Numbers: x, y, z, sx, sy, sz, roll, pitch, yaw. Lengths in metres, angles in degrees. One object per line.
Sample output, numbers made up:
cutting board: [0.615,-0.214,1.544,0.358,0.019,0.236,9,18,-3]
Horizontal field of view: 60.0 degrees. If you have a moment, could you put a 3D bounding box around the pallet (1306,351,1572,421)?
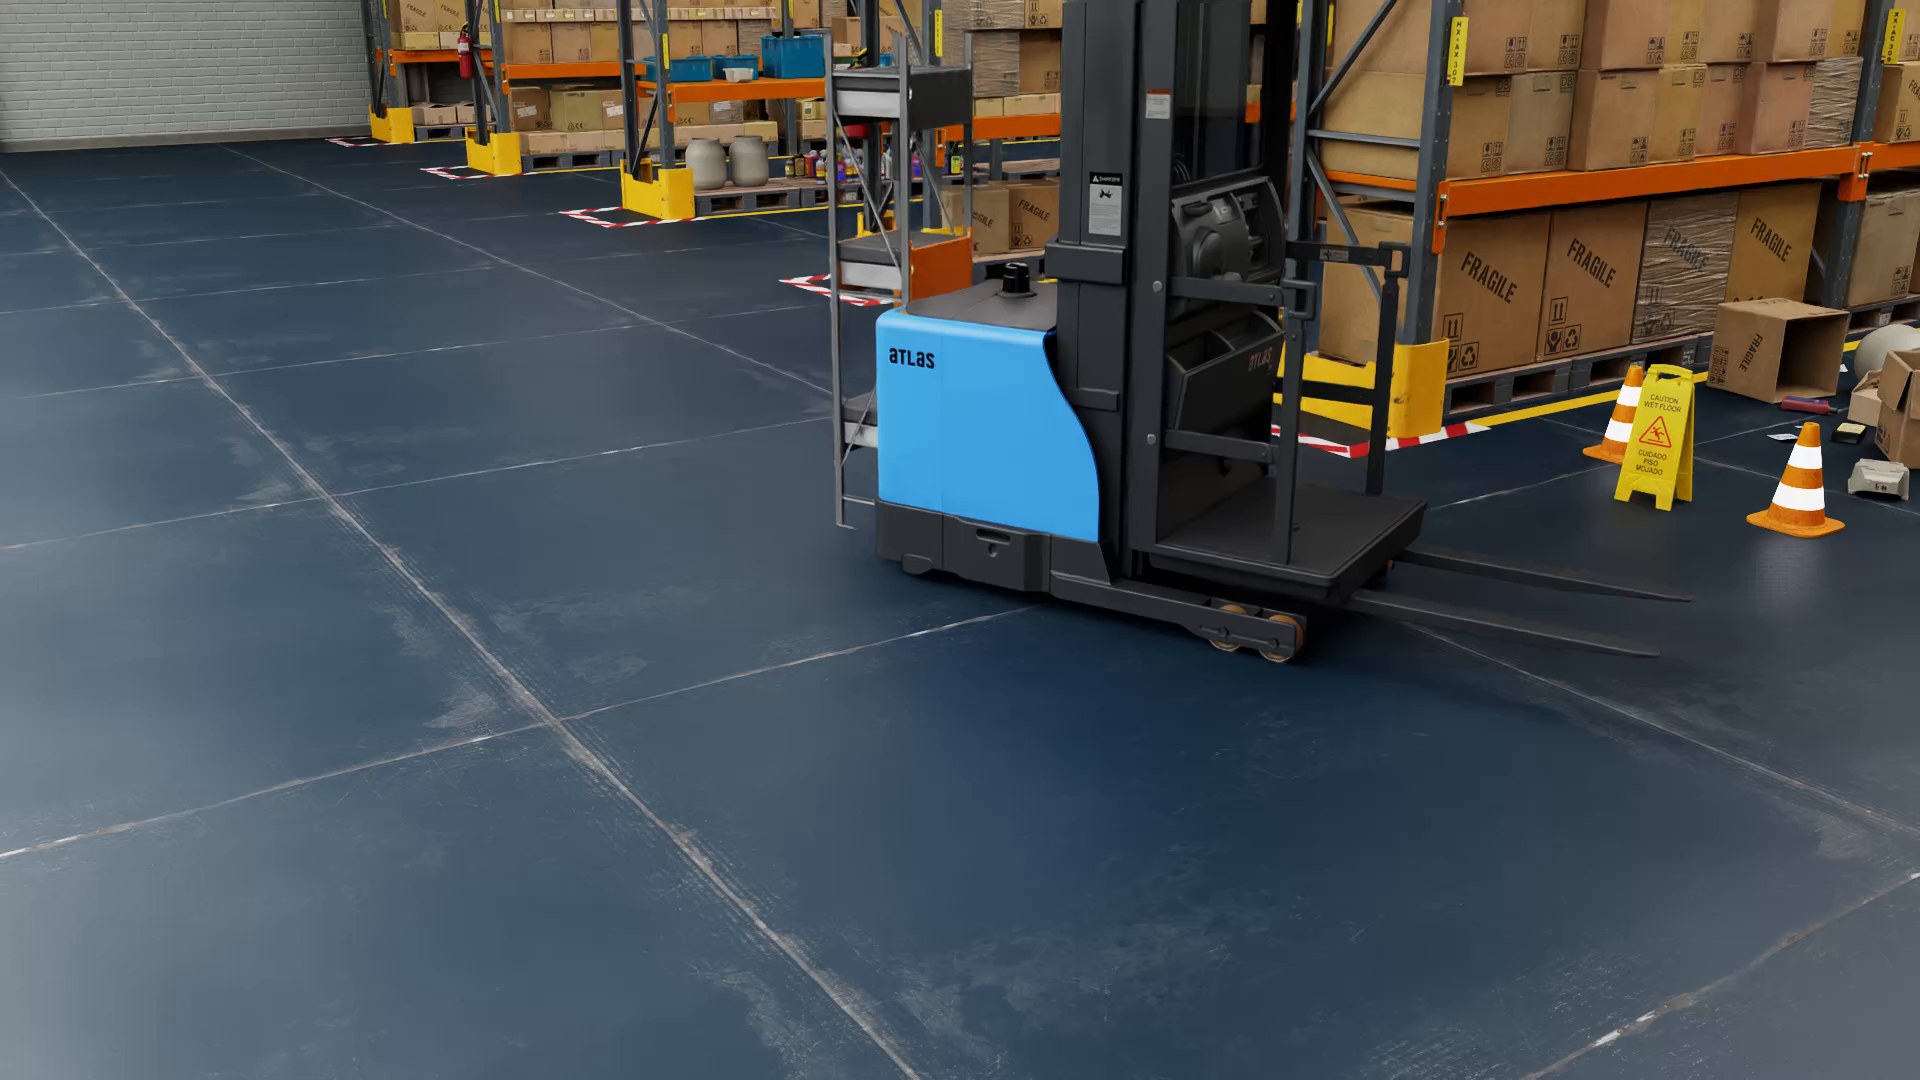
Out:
pallet: [2.808,-0.982,9.821,1.213,0.211,1.003,-12,22,-31]

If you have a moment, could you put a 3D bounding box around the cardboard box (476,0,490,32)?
cardboard box: [-7.216,-7.932,25.055,0.500,0.500,0.500,-13,22,-33]

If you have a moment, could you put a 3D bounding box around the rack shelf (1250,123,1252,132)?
rack shelf: [4.551,-4.202,16.114,4.000,0.370,1.077,-12,22,-31]

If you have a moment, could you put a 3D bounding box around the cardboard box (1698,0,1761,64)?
cardboard box: [4.275,-3.187,10.067,0.550,0.550,0.875,-12,22,-31]

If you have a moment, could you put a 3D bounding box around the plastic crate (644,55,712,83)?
plastic crate: [-2.931,-4.909,17.313,0.616,0.251,0.499,-12,22,-31]

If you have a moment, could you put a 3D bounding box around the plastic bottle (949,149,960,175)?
plastic bottle: [-0.064,-4.264,18.729,0.133,0.283,0.061,-11,21,-29]

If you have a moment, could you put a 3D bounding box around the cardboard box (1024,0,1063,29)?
cardboard box: [0.570,-4.258,12.975,0.500,0.500,0.500,-12,22,-31]

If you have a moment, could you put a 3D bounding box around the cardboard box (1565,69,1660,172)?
cardboard box: [3.452,-2.458,9.597,0.550,0.550,0.875,-12,22,-31]

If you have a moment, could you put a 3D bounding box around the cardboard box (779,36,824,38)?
cardboard box: [-2.178,-6.868,23.112,0.500,0.250,0.500,-10,21,-28]

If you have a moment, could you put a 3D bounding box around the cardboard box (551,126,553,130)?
cardboard box: [-5.209,-5.298,21.869,0.500,0.250,0.500,-12,22,-31]

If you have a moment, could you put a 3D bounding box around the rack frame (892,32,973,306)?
rack frame: [-0.118,-1.154,7.379,0.400,2.100,0.015,11,22,30]

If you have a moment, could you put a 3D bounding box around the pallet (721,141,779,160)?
pallet: [-3.252,-5.391,22.862,1.213,0.211,1.003,-12,22,-31]

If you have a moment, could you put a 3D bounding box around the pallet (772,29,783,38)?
pallet: [-3.582,-8.419,27.765,1.213,0.211,1.003,-12,22,-31]

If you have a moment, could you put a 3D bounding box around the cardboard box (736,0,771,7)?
cardboard box: [-2.932,-7.423,22.337,0.500,0.500,0.700,-12,22,-31]

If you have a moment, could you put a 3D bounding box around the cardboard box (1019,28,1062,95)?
cardboard box: [0.366,-3.884,13.429,0.500,0.500,0.875,-12,22,-31]

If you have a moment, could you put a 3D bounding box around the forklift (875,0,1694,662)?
forklift: [1.173,-1.145,6.056,3.031,2.935,1.130,11,22,30]

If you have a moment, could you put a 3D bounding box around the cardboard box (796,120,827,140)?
cardboard box: [-2.092,-5.742,23.184,0.500,0.250,0.500,-13,22,-33]

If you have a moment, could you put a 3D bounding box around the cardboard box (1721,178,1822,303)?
cardboard box: [4.960,-1.947,10.981,0.875,0.875,0.875,-12,22,-31]

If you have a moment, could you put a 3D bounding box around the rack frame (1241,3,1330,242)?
rack frame: [2.880,-4.191,14.957,0.127,3.000,1.000,-12,22,-31]

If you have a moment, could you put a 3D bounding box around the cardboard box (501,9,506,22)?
cardboard box: [-5.691,-6.609,20.943,0.250,0.149,0.380,-12,22,-32]

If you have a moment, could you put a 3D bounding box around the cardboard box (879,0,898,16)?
cardboard box: [-1.405,-9.085,28.782,0.500,0.500,0.500,-11,22,-30]

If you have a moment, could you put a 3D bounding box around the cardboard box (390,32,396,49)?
cardboard box: [-8.349,-7.533,25.048,0.500,0.250,0.500,-12,22,-31]

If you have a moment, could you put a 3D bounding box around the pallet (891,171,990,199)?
pallet: [-0.427,-4.087,19.005,1.213,0.211,1.003,-12,22,-31]

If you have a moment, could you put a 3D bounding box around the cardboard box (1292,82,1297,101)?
cardboard box: [2.863,-3.955,14.653,0.250,0.149,0.380,-12,22,-31]

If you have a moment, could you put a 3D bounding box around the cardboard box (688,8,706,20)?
cardboard box: [-3.525,-6.912,21.837,0.250,0.149,0.380,-12,22,-32]

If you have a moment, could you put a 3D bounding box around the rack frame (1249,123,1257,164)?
rack frame: [3.497,-6.220,20.960,0.127,3.000,1.000,-12,22,-31]

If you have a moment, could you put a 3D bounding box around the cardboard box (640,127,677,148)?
cardboard box: [-4.082,-5.332,21.969,0.500,0.250,0.500,-12,22,-31]

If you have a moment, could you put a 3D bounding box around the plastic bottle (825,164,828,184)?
plastic bottle: [-1.412,-3.948,17.921,0.097,0.201,0.097,0,19,0]

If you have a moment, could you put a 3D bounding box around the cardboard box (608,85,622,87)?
cardboard box: [-4.376,-5.830,22.273,0.500,0.500,0.500,-12,22,-31]

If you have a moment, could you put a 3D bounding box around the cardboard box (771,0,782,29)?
cardboard box: [-3.367,-8.815,27.792,0.500,0.500,0.700,-12,22,-31]

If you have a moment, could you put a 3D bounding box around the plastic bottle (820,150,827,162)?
plastic bottle: [-1.550,-4.231,18.643,0.135,0.276,0.152,-13,22,-33]

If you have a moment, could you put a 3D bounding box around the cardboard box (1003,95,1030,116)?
cardboard box: [0.345,-3.432,13.106,0.250,0.149,0.380,-12,22,-31]

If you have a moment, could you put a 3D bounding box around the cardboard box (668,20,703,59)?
cardboard box: [-3.790,-6.627,22.006,0.500,0.500,0.700,-12,22,-31]

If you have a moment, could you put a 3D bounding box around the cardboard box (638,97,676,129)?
cardboard box: [-4.081,-5.687,21.848,0.500,0.500,0.500,-12,22,-31]

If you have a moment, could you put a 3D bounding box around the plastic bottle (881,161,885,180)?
plastic bottle: [-0.874,-4.061,18.257,0.097,0.201,0.097,0,19,0]

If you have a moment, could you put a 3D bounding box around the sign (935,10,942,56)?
sign: [-0.162,-3.751,12.305,0.005,0.325,0.100,-12,22,-31]

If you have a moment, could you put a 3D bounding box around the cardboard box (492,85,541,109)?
cardboard box: [-6.889,-6.799,25.889,0.500,0.500,0.700,-14,23,-35]

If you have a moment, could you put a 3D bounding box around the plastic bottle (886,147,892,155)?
plastic bottle: [-0.801,-4.342,18.979,0.097,0.271,0.097,0,19,0]

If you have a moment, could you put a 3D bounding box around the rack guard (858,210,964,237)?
rack guard: [-0.397,-2.315,13.313,0.348,0.500,1.175,-12,22,-31]

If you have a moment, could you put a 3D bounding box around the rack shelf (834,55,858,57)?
rack shelf: [-0.894,-6.853,23.954,4.000,0.370,1.077,-12,22,-31]

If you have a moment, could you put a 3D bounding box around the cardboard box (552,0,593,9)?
cardboard box: [-5.028,-6.981,21.028,0.500,0.500,0.700,-13,22,-33]

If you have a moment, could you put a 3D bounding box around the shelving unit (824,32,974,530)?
shelving unit: [-0.248,-1.087,7.183,0.431,2.100,0.503,11,22,30]

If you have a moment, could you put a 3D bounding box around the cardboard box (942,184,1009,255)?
cardboard box: [0.070,-2.606,13.518,0.500,0.500,0.500,-8,20,-21]

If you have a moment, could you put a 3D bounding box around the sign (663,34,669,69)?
sign: [-2.885,-4.794,16.310,0.005,0.325,0.100,-12,22,-31]

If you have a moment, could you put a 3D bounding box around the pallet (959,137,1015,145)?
pallet: [0.067,-6.090,24.929,1.213,0.211,1.003,-12,22,-31]

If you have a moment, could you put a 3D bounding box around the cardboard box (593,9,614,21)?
cardboard box: [-4.598,-6.685,21.166,0.250,0.149,0.380,-13,23,-33]

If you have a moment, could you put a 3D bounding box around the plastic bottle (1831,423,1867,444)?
plastic bottle: [4.739,-0.575,8.849,0.133,0.061,0.283,13,23,34]

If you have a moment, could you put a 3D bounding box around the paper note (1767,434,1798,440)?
paper note: [4.392,-0.549,8.824,0.142,0.017,0.144,-4,19,-13]

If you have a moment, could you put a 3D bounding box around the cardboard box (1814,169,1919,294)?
cardboard box: [6.801,-2.282,12.167,0.750,0.750,1.050,-12,22,-31]

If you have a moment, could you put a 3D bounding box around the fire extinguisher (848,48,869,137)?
fire extinguisher: [-0.809,-3.553,13.190,0.183,0.674,0.296,-12,22,-31]
